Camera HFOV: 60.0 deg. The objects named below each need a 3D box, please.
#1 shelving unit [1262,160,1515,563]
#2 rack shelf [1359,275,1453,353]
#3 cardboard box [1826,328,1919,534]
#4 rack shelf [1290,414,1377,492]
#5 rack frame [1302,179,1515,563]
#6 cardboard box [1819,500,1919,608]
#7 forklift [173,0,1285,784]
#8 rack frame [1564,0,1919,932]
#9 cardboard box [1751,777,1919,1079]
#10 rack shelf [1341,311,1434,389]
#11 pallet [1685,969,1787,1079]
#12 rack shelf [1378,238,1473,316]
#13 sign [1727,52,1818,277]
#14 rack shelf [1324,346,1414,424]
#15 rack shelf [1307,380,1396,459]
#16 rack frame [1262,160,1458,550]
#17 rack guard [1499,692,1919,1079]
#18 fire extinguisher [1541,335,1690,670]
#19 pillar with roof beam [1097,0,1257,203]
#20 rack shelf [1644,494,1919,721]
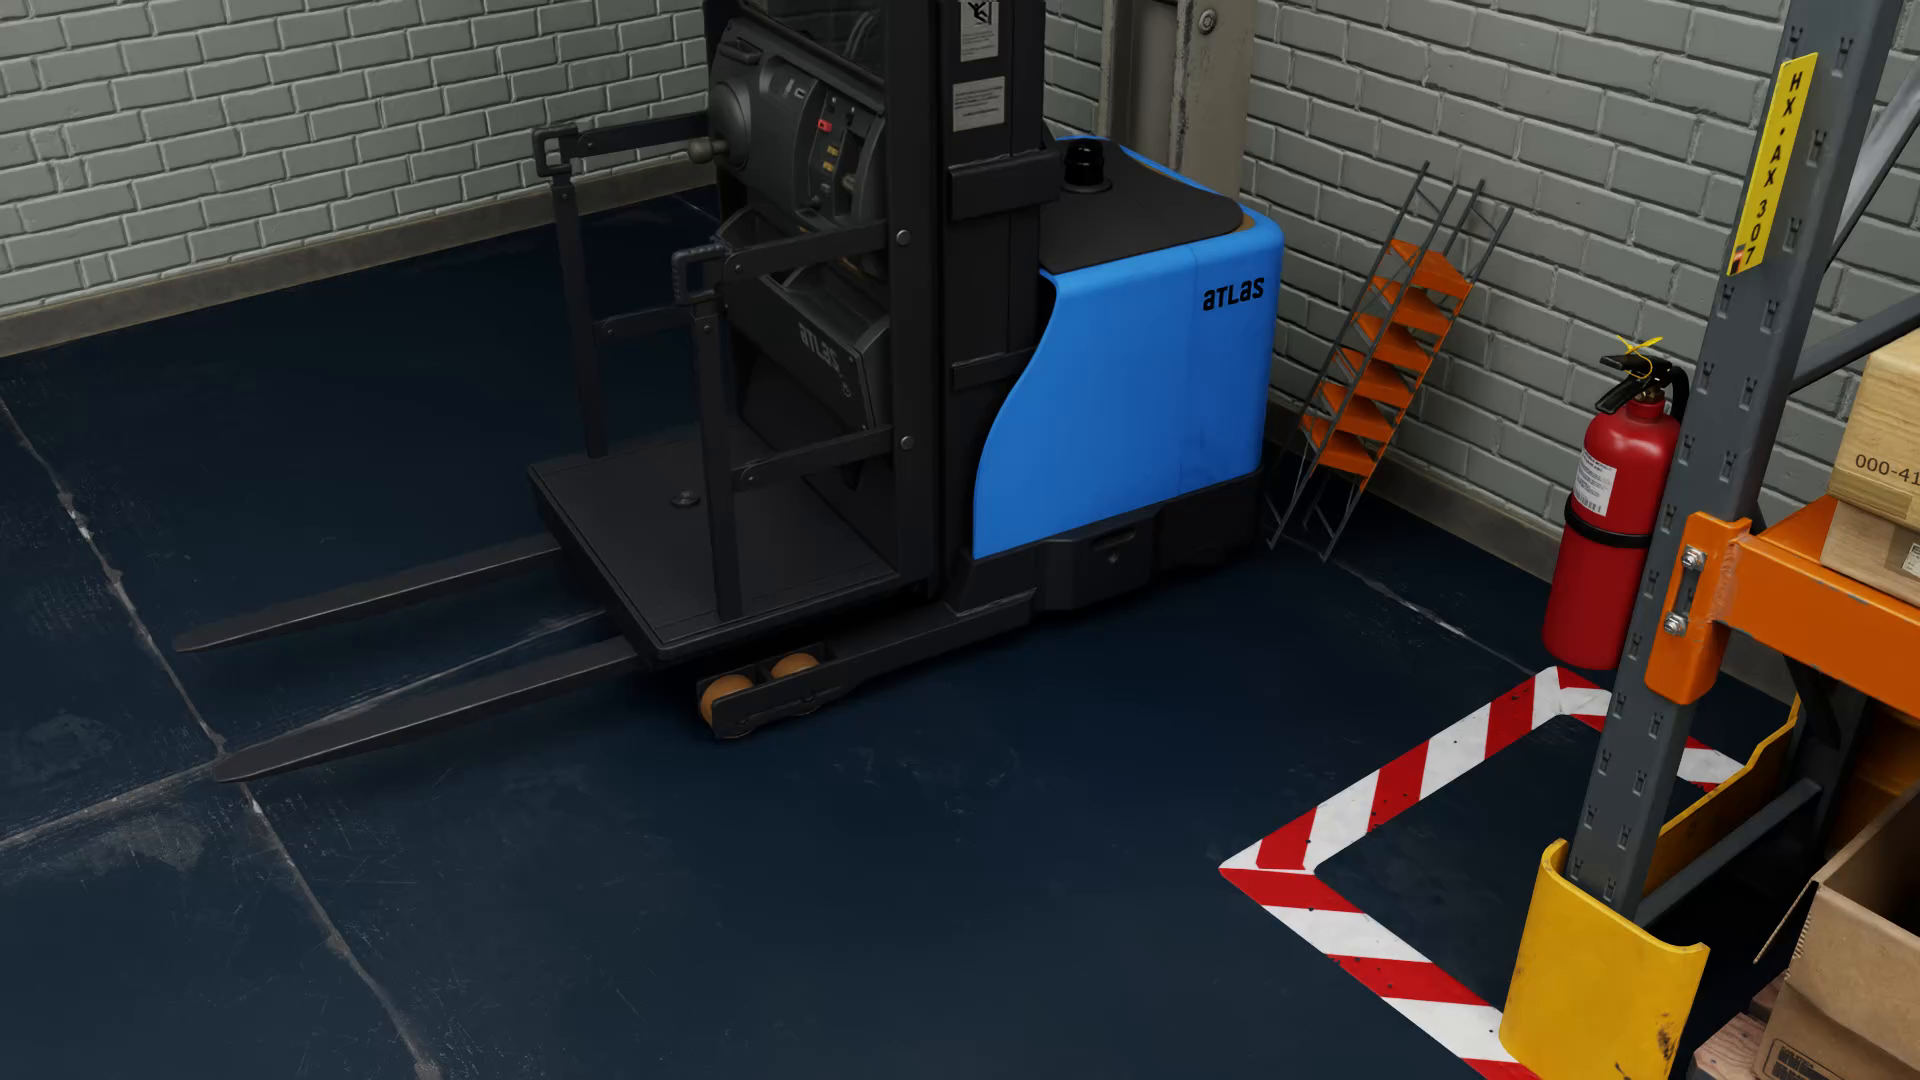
[{"bbox_3d":[1.225,-0.504,4.929,0.189,1.200,0.258,14,29,-15],"label":"shelving unit"},{"bbox_3d":[1.290,-0.664,4.837,0.180,0.103,0.258,14,29,-15],"label":"rack shelf"},{"bbox_3d":[1.707,-0.151,2.511,0.500,0.250,0.500,-22,38,-31],"label":"cardboard box"},{"bbox_3d":[1.130,-0.271,5.062,0.180,0.103,0.258,14,29,-15],"label":"rack shelf"},{"bbox_3d":[1.311,-0.483,4.953,0.006,1.200,0.240,14,29,-15],"label":"rack frame"},{"bbox_3d":[1.627,-0.032,2.697,0.380,0.149,0.250,-23,38,-32],"label":"cardboard box"},{"bbox_3d":[-0.607,-1.039,4.145,3.031,2.935,1.130,-17,36,-25],"label":"forklift"},{"bbox_3d":[1.642,-0.365,2.995,1.000,3.000,0.127,-22,38,-31],"label":"rack frame"},{"bbox_3d":[1.942,0.803,3.083,0.797,0.503,0.637,-24,39,-33],"label":"cardboard box"},{"bbox_3d":[1.250,-0.566,4.893,0.180,0.103,0.258,14,29,-15],"label":"rack shelf"},{"bbox_3d":[2.178,1.183,3.145,1.003,0.211,1.213,-22,38,-31],"label":"pallet"},{"bbox_3d":[1.330,-0.763,4.781,0.180,0.103,0.258,14,29,-15],"label":"rack shelf"},{"bbox_3d":[1.213,-0.557,2.483,0.100,0.325,0.005,-22,38,-31],"label":"sign"},{"bbox_3d":[1.210,-0.468,4.949,0.180,0.103,0.258,14,29,-15],"label":"rack shelf"},{"bbox_3d":[1.170,-0.369,5.006,0.180,0.103,0.258,14,29,-15],"label":"rack shelf"},{"bbox_3d":[1.140,-0.525,4.905,0.006,1.200,0.240,14,29,-15],"label":"rack frame"},{"bbox_3d":[1.688,0.729,3.603,1.175,0.500,0.348,-22,38,-31],"label":"rack guard"},{"bbox_3d":[1.186,-0.085,2.971,0.296,0.674,0.183,-22,38,-31],"label":"fire extinguisher"},{"bbox_3d":[-2.700,-2.936,1.448,9.100,9.000,0.400,-22,38,-31],"label":"pillar with roof beam"},{"bbox_3d":[2.868,0.774,1.842,1.077,0.370,4.000,-22,38,-31],"label":"rack shelf"}]
